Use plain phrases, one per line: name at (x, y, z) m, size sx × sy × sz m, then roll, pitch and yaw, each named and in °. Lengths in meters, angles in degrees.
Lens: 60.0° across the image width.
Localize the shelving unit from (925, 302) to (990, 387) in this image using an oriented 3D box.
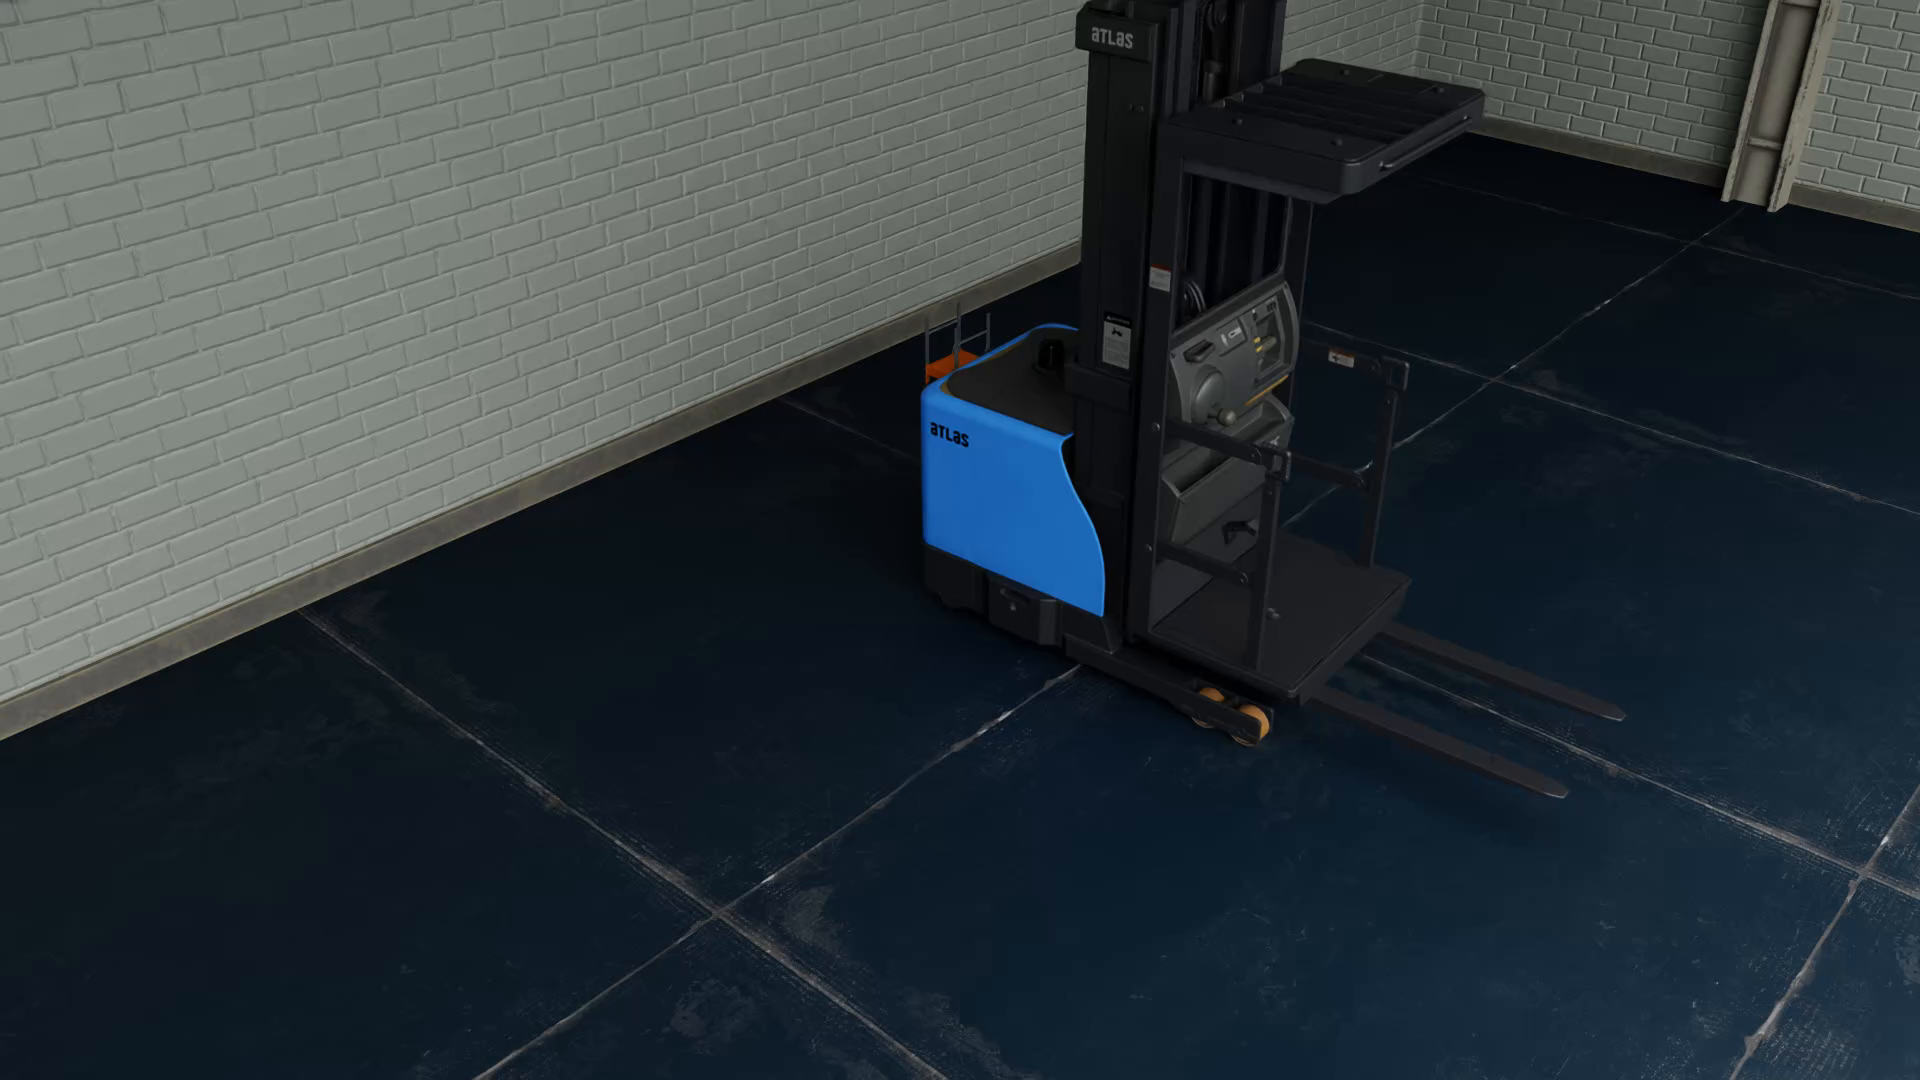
shelving unit at (-0.011, -0.519, 7.949) m, size 0.189 × 1.200 × 0.258 m, roll 25°, pitch 39°, yaw 35°

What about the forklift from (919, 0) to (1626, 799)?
forklift at (1.278, -0.720, 6.603) m, size 3.031 × 2.935 × 1.130 m, roll 22°, pitch 38°, yaw 32°

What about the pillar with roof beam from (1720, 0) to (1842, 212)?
pillar with roof beam at (3.070, -4.752, 7.418) m, size 0.400 × 9.000 × 9.100 m, roll 25°, pitch 39°, yaw 35°

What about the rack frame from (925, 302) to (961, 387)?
rack frame at (-0.079, -0.551, 8.001) m, size 0.006 × 1.200 × 0.240 m, roll 25°, pitch 39°, yaw 35°

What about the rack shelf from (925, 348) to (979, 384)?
rack shelf at (-0.011, -0.789, 7.786) m, size 0.180 × 0.103 × 0.258 m, roll 25°, pitch 39°, yaw 35°

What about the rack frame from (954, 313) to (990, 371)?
rack frame at (0.057, -0.487, 7.896) m, size 0.006 × 1.200 × 0.240 m, roll 25°, pitch 39°, yaw 35°
